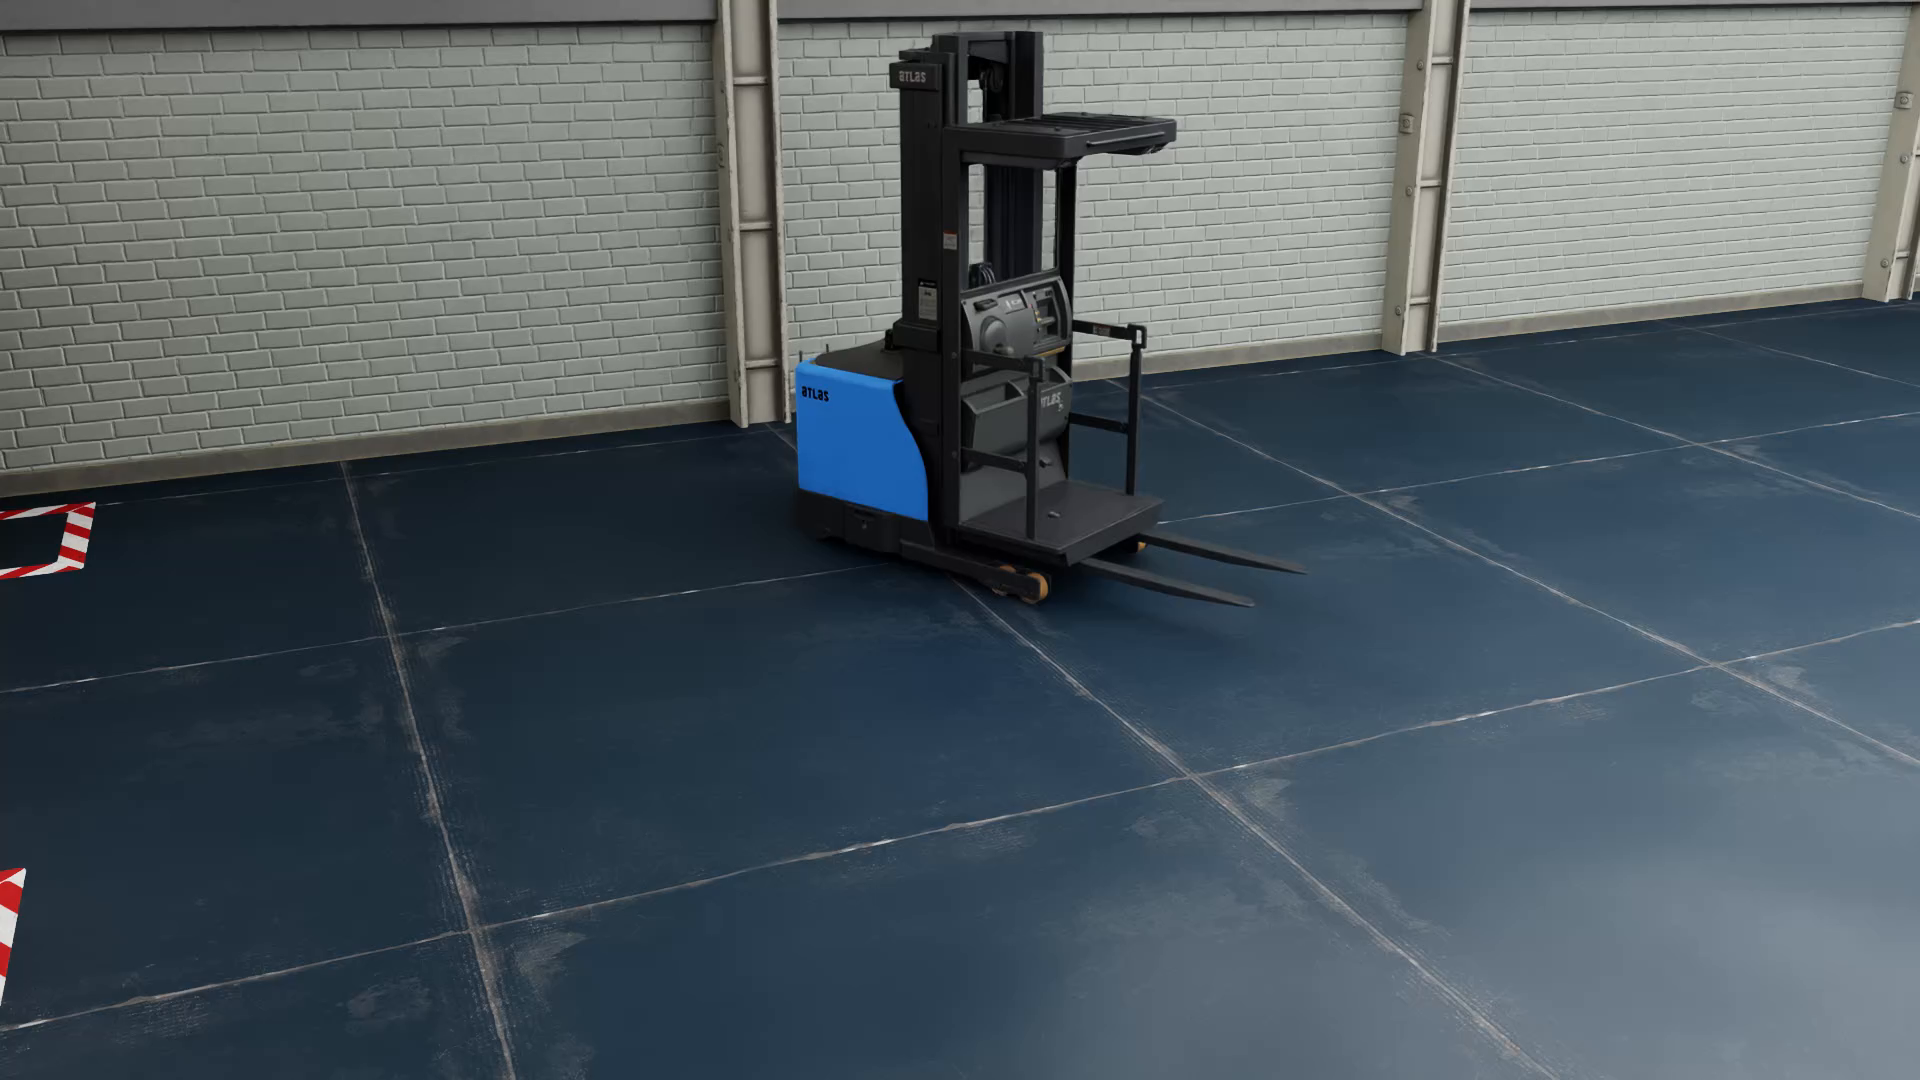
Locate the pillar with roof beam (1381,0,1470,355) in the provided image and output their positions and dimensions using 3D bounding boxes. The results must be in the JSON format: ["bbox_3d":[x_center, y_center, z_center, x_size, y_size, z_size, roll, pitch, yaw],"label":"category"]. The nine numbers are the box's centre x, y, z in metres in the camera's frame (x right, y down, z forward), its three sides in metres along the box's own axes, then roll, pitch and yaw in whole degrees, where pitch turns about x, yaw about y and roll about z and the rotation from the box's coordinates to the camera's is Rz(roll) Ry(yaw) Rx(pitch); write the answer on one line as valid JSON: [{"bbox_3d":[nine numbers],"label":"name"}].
[{"bbox_3d":[5.702,-4.630,9.621,0.400,9.000,9.100,-8,21,-22],"label":"pillar with roof beam"}]

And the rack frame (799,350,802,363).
[{"bbox_3d":[-0.900,-0.641,10.261,0.200,1.050,0.008,14,24,35],"label":"rack frame"}]

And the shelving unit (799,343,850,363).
[{"bbox_3d":[-0.826,-0.673,10.352,0.215,1.050,0.252,14,24,35],"label":"shelving unit"}]

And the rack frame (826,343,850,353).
[{"bbox_3d":[-0.752,-0.705,10.444,0.200,1.050,0.008,14,24,35],"label":"rack frame"}]

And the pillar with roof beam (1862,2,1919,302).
[{"bbox_3d":[11.212,-5.419,11.863,0.400,9.000,9.100,-8,21,-22],"label":"pillar with roof beam"}]

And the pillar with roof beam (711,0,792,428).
[{"bbox_3d":[0.193,-3.840,7.380,0.400,9.000,9.100,-8,21,-22],"label":"pillar with roof beam"}]

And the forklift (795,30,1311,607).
[{"bbox_3d":[0.484,-1.235,9.117,3.031,2.935,1.130,15,24,36],"label":"forklift"}]
